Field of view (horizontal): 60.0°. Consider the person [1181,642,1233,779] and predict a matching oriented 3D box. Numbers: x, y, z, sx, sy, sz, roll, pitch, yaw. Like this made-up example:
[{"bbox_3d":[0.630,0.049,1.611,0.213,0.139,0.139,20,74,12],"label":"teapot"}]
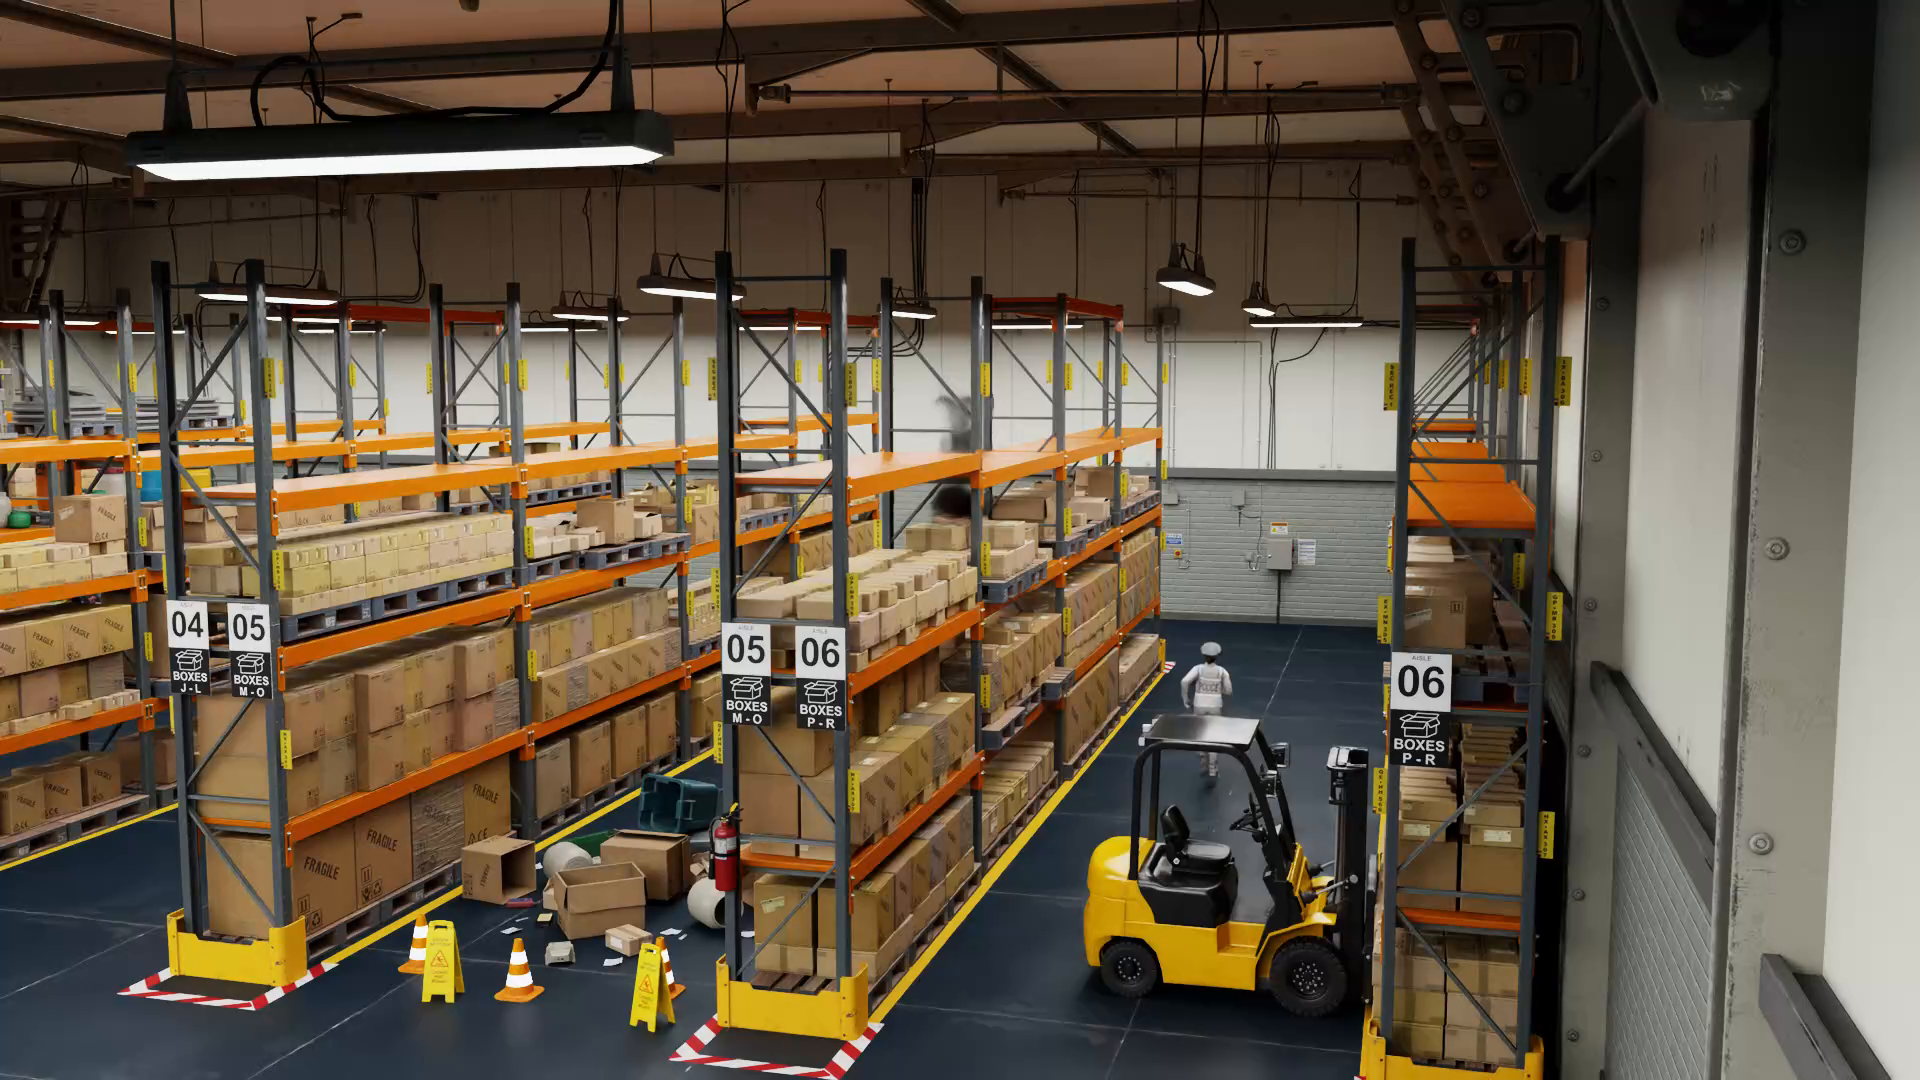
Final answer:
[{"bbox_3d":[3.069,2.140,20.717,0.620,1.725,0.856,2,6,14],"label":"person"}]
